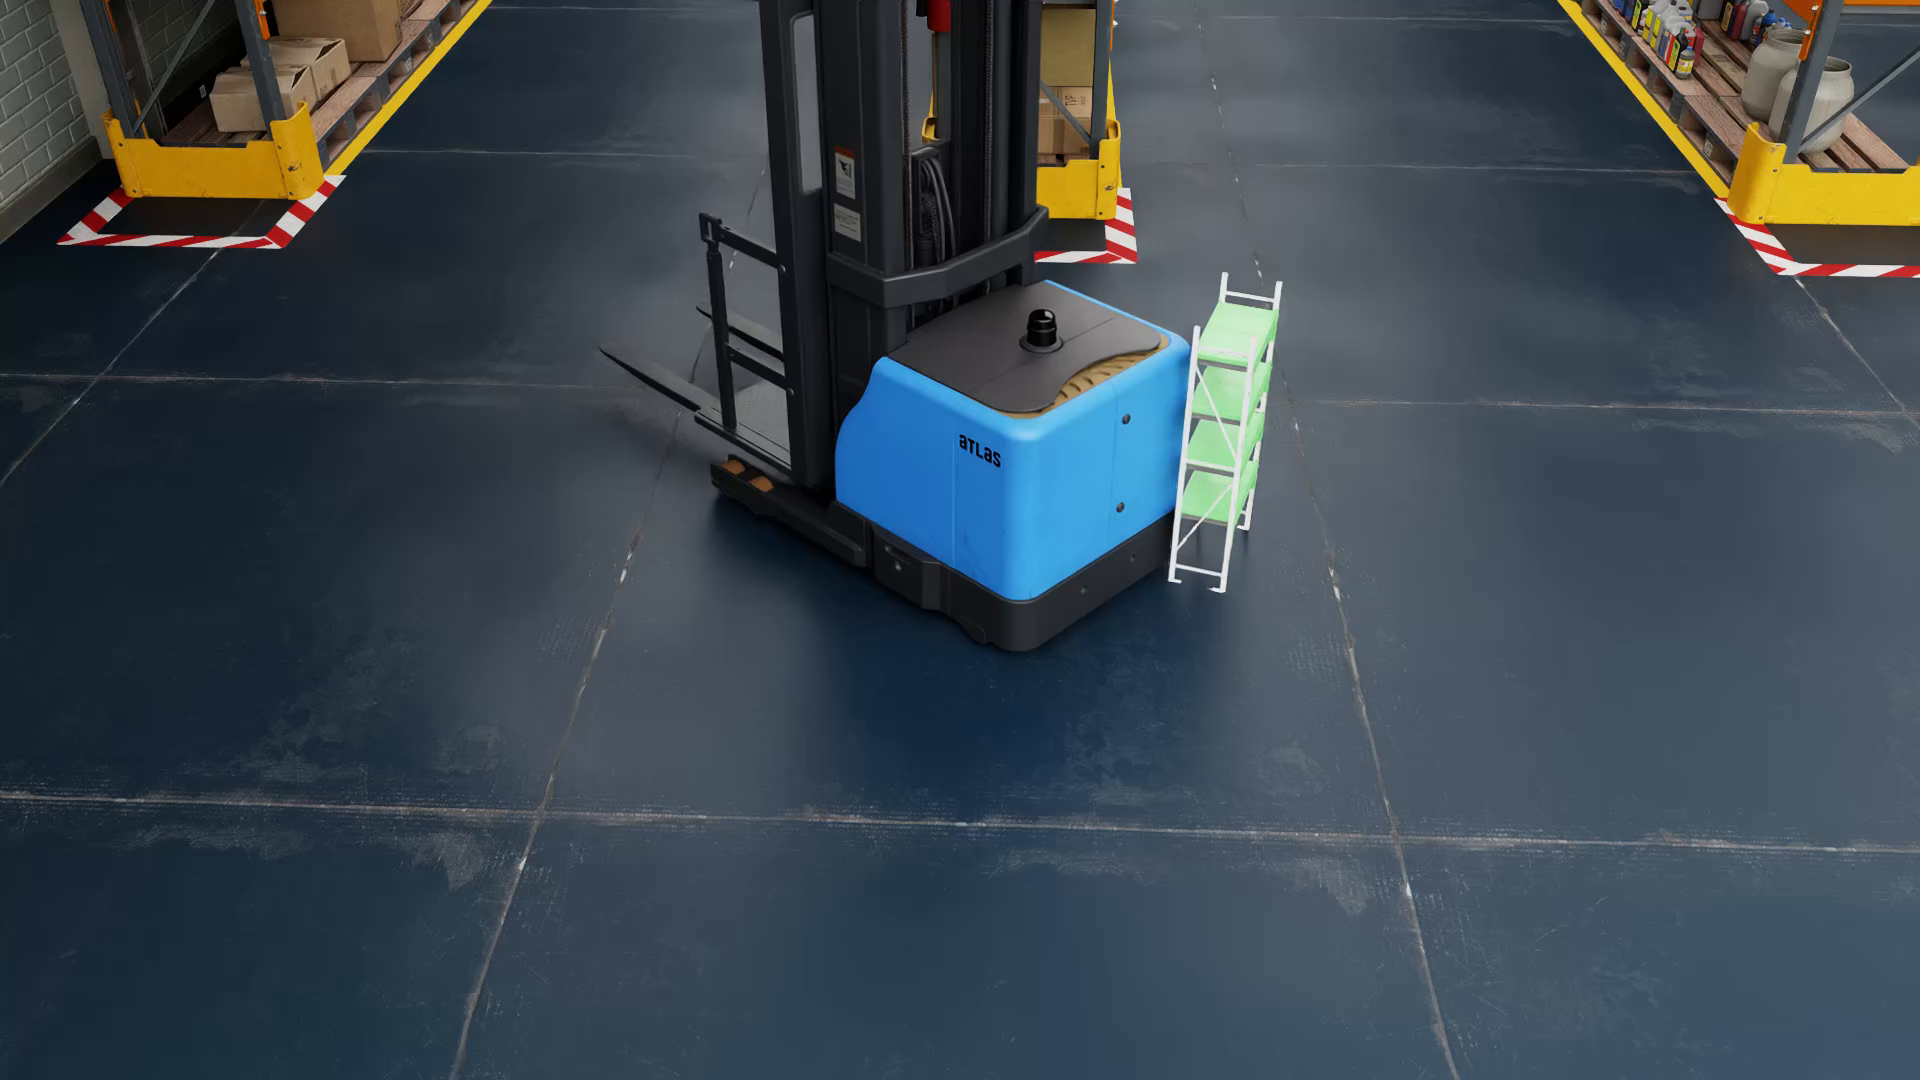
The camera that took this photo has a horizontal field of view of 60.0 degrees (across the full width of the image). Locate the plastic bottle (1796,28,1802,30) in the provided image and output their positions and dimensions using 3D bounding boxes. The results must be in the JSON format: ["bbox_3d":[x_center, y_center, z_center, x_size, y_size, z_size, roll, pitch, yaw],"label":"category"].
[{"bbox_3d":[5.723,-3.390,11.445,0.061,0.283,0.133,2,35,3],"label":"plastic bottle"}]

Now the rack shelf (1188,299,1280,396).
[{"bbox_3d":[1.084,-0.767,6.571,0.258,0.148,0.480,12,37,16],"label":"rack shelf"}]

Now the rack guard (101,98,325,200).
[{"bbox_3d":[-4.584,-2.407,10.241,1.175,0.500,0.348,1,35,2],"label":"rack guard"}]

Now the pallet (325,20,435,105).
[{"bbox_3d":[-4.465,-3.454,11.981,1.003,0.211,1.213,1,35,2],"label":"pallet"}]

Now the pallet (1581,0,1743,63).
[{"bbox_3d":[5.404,-3.930,12.658,1.003,0.211,1.213,1,35,2],"label":"pallet"}]

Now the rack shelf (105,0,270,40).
[{"bbox_3d":[-4.507,-4.241,11.301,1.077,0.370,4.000,1,35,2],"label":"rack shelf"}]

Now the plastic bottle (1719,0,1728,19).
[{"bbox_3d":[5.727,-4.065,12.346,0.144,0.351,0.185,0,35,0],"label":"plastic bottle"}]

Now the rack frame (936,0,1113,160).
[{"bbox_3d":[0.362,-3.274,9.300,1.000,3.000,0.127,1,35,2],"label":"rack frame"}]

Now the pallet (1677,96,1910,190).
[{"bbox_3d":[5.306,-2.528,10.664,1.003,0.211,1.213,1,35,2],"label":"pallet"}]

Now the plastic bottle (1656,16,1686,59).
[{"bbox_3d":[4.990,-3.512,11.625,0.152,0.276,0.135,0,35,1],"label":"plastic bottle"}]

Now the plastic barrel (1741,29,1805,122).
[{"bbox_3d":[5.282,-2.979,10.679,0.421,0.512,0.421,0,35,0],"label":"plastic barrel"}]

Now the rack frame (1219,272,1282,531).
[{"bbox_3d":[1.163,-0.559,7.000,0.240,1.200,0.015,12,37,16],"label":"rack frame"}]

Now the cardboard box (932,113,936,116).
[{"bbox_3d":[0.089,-2.636,10.418,0.500,0.250,0.500,1,35,2],"label":"cardboard box"}]

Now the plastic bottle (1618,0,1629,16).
[{"bbox_3d":[5.025,-4.098,12.393,0.144,0.351,0.185,2,35,3],"label":"plastic bottle"}]

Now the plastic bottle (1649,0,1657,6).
[{"bbox_3d":[5.049,-3.871,12.140,0.097,0.271,0.097,0,35,0],"label":"plastic bottle"}]

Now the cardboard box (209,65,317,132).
[{"bbox_3d":[-4.470,-2.862,10.669,0.500,0.311,0.500,-2,35,-3],"label":"cardboard box"}]

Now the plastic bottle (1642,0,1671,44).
[{"bbox_3d":[5.000,-3.745,11.891,0.144,0.351,0.185,1,35,2],"label":"plastic bottle"}]

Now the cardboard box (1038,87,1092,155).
[{"bbox_3d":[0.606,-2.624,10.401,0.500,0.250,0.500,1,35,2],"label":"cardboard box"}]

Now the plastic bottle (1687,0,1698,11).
[{"bbox_3d":[5.590,-4.179,12.508,0.144,0.351,0.185,1,35,2],"label":"plastic bottle"}]

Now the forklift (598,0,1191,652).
[{"bbox_3d":[-0.480,-1.503,6.840,3.031,2.935,1.130,30,45,35],"label":"forklift"}]

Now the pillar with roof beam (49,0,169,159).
[{"bbox_3d":[-1.122,-6.164,8.194,9.100,9.000,0.400,1,35,2],"label":"pillar with roof beam"}]

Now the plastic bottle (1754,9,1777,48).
[{"bbox_3d":[5.722,-3.627,11.792,0.097,0.271,0.097,0,35,0],"label":"plastic bottle"}]

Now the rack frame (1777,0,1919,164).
[{"bbox_3d":[5.312,-3.158,9.134,1.000,3.000,0.127,1,35,2],"label":"rack frame"}]

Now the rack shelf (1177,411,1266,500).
[{"bbox_3d":[1.080,-0.375,6.849,0.258,0.148,0.480,12,37,16],"label":"rack shelf"}]

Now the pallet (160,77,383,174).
[{"bbox_3d":[-4.517,-2.755,10.987,1.003,0.211,1.213,1,35,2],"label":"pallet"}]

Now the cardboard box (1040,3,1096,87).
[{"bbox_3d":[0.624,-3.218,10.594,0.500,0.500,0.500,1,35,2],"label":"cardboard box"}]

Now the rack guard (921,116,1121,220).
[{"bbox_3d":[0.361,-2.238,9.999,1.175,0.500,0.348,1,35,2],"label":"rack guard"}]

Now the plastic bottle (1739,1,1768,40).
[{"bbox_3d":[5.703,-3.756,11.971,0.152,0.276,0.135,2,35,3],"label":"plastic bottle"}]

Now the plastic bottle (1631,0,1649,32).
[{"bbox_3d":[4.969,-3.868,12.124,0.061,0.283,0.133,3,35,4],"label":"plastic bottle"}]

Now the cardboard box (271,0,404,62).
[{"bbox_3d":[-4.367,-3.687,11.679,0.700,0.500,0.500,-1,35,-1],"label":"cardboard box"}]

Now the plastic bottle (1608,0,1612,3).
[{"bbox_3d":[5.013,-4.201,12.670,0.097,0.201,0.097,0,35,0],"label":"plastic bottle"}]

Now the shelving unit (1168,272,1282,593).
[{"bbox_3d":[1.080,-0.427,6.812,0.258,1.200,0.503,12,37,16],"label":"shelving unit"}]

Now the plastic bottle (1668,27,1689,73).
[{"bbox_3d":[4.934,-3.359,11.401,0.061,0.283,0.133,2,35,3],"label":"plastic bottle"}]

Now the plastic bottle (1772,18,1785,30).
[{"bbox_3d":[5.714,-3.510,11.626,0.097,0.271,0.097,0,35,0],"label":"plastic bottle"}]

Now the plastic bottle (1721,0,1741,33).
[{"bbox_3d":[5.610,-3.839,12.084,0.061,0.283,0.133,1,35,2],"label":"plastic bottle"}]
